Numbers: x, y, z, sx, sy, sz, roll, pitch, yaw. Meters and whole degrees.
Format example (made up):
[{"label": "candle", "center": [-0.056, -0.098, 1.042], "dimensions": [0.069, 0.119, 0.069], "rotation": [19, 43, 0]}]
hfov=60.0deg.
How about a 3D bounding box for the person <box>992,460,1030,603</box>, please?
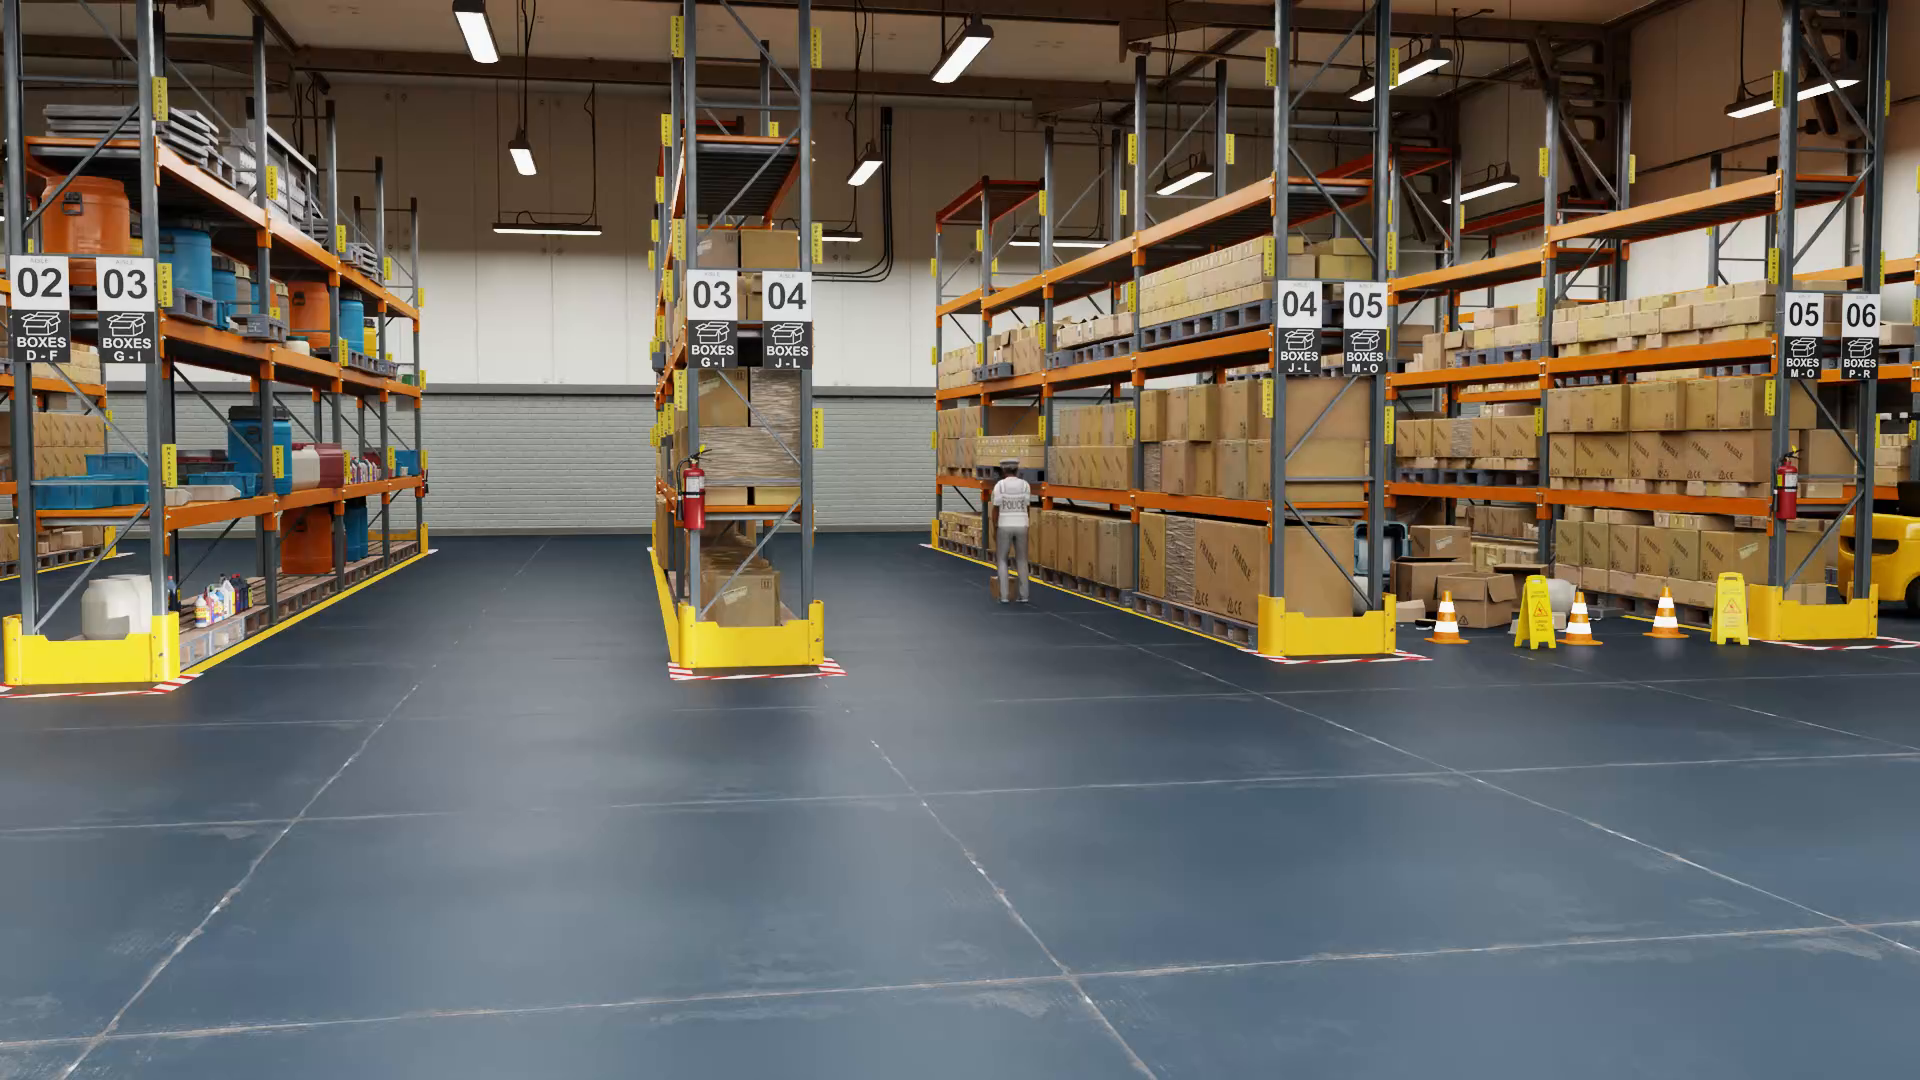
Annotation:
[{"label": "person", "center": [0.585, -0.096, 19.133], "dimensions": [0.443, 1.654, 0.351], "rotation": [-1, 3, -10]}]
